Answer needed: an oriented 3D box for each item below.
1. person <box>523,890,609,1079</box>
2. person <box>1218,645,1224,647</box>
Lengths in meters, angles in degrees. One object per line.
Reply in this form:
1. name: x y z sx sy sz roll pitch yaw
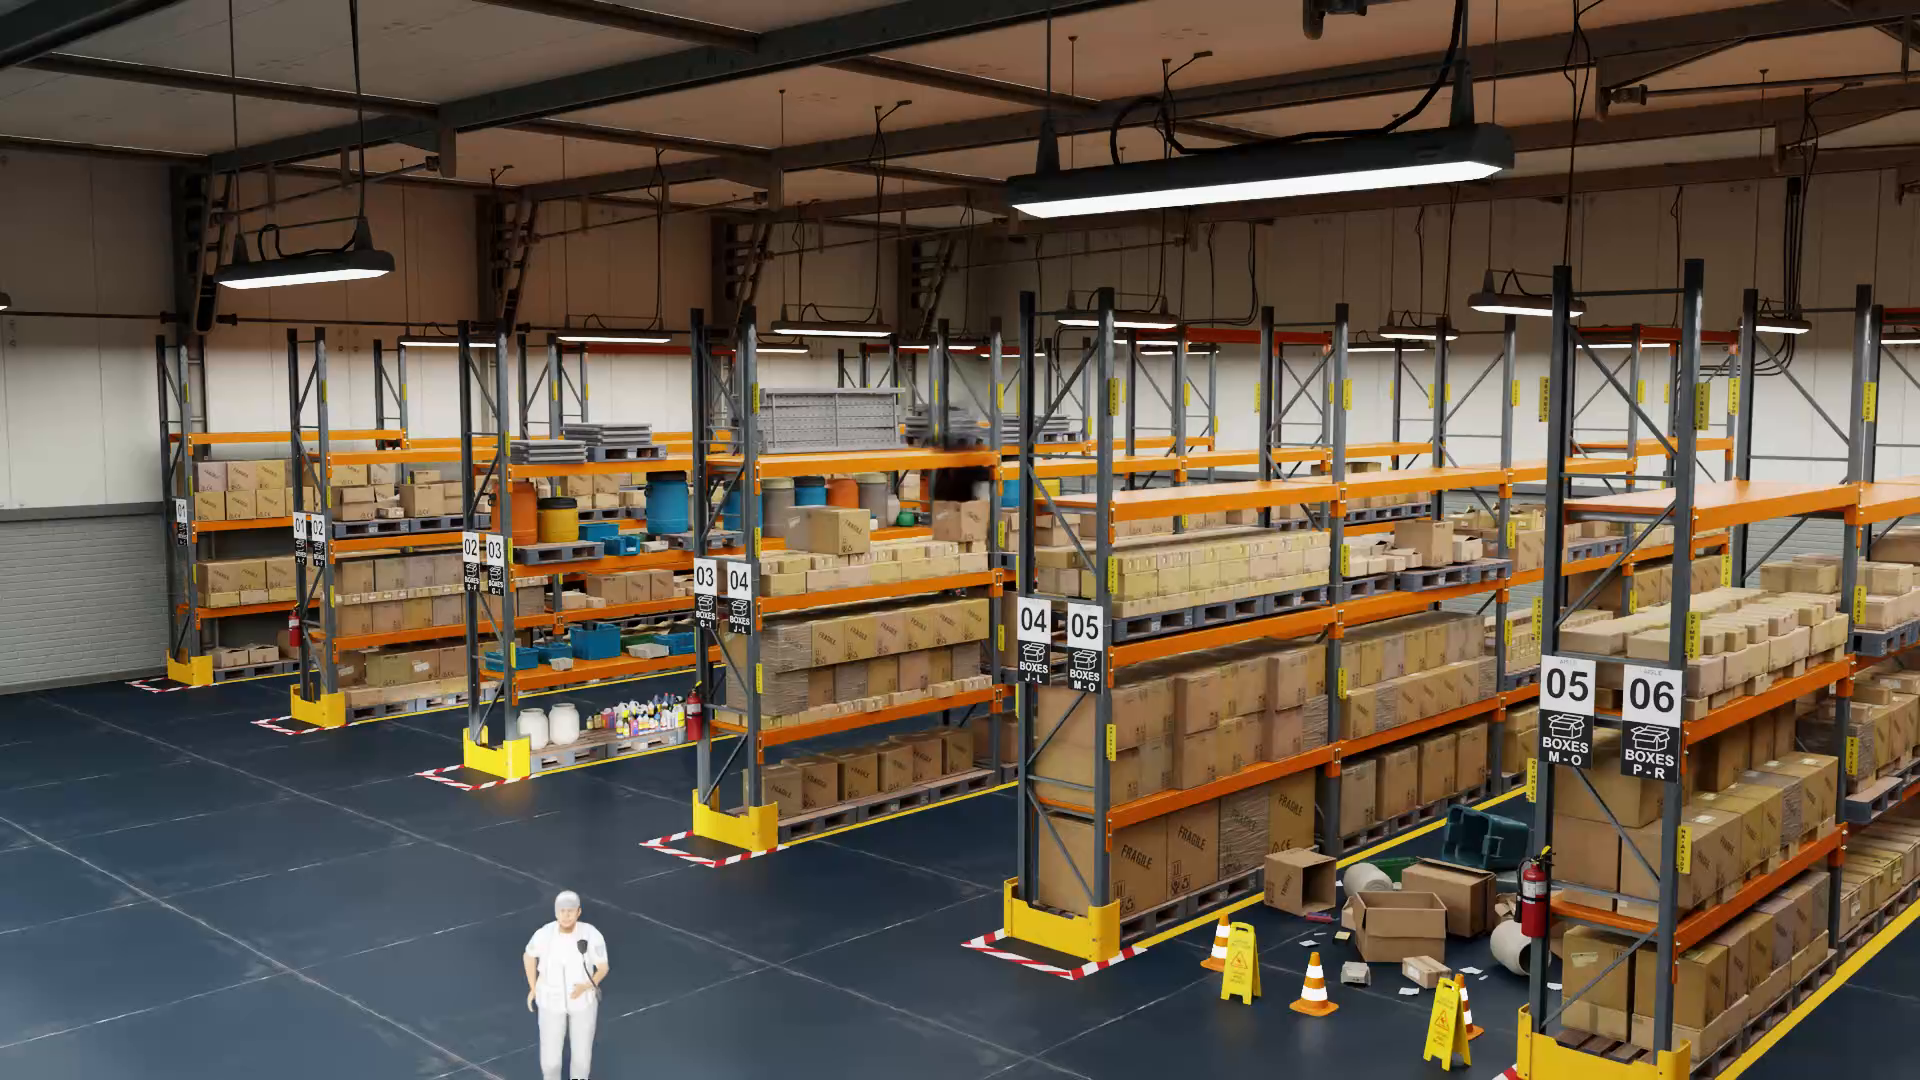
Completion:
1. person: -2.746 3.262 11.601 0.592 1.629 0.575 -1 5 -12
2. person: 3.589 2.237 22.496 0.575 1.662 0.589 3 6 32
